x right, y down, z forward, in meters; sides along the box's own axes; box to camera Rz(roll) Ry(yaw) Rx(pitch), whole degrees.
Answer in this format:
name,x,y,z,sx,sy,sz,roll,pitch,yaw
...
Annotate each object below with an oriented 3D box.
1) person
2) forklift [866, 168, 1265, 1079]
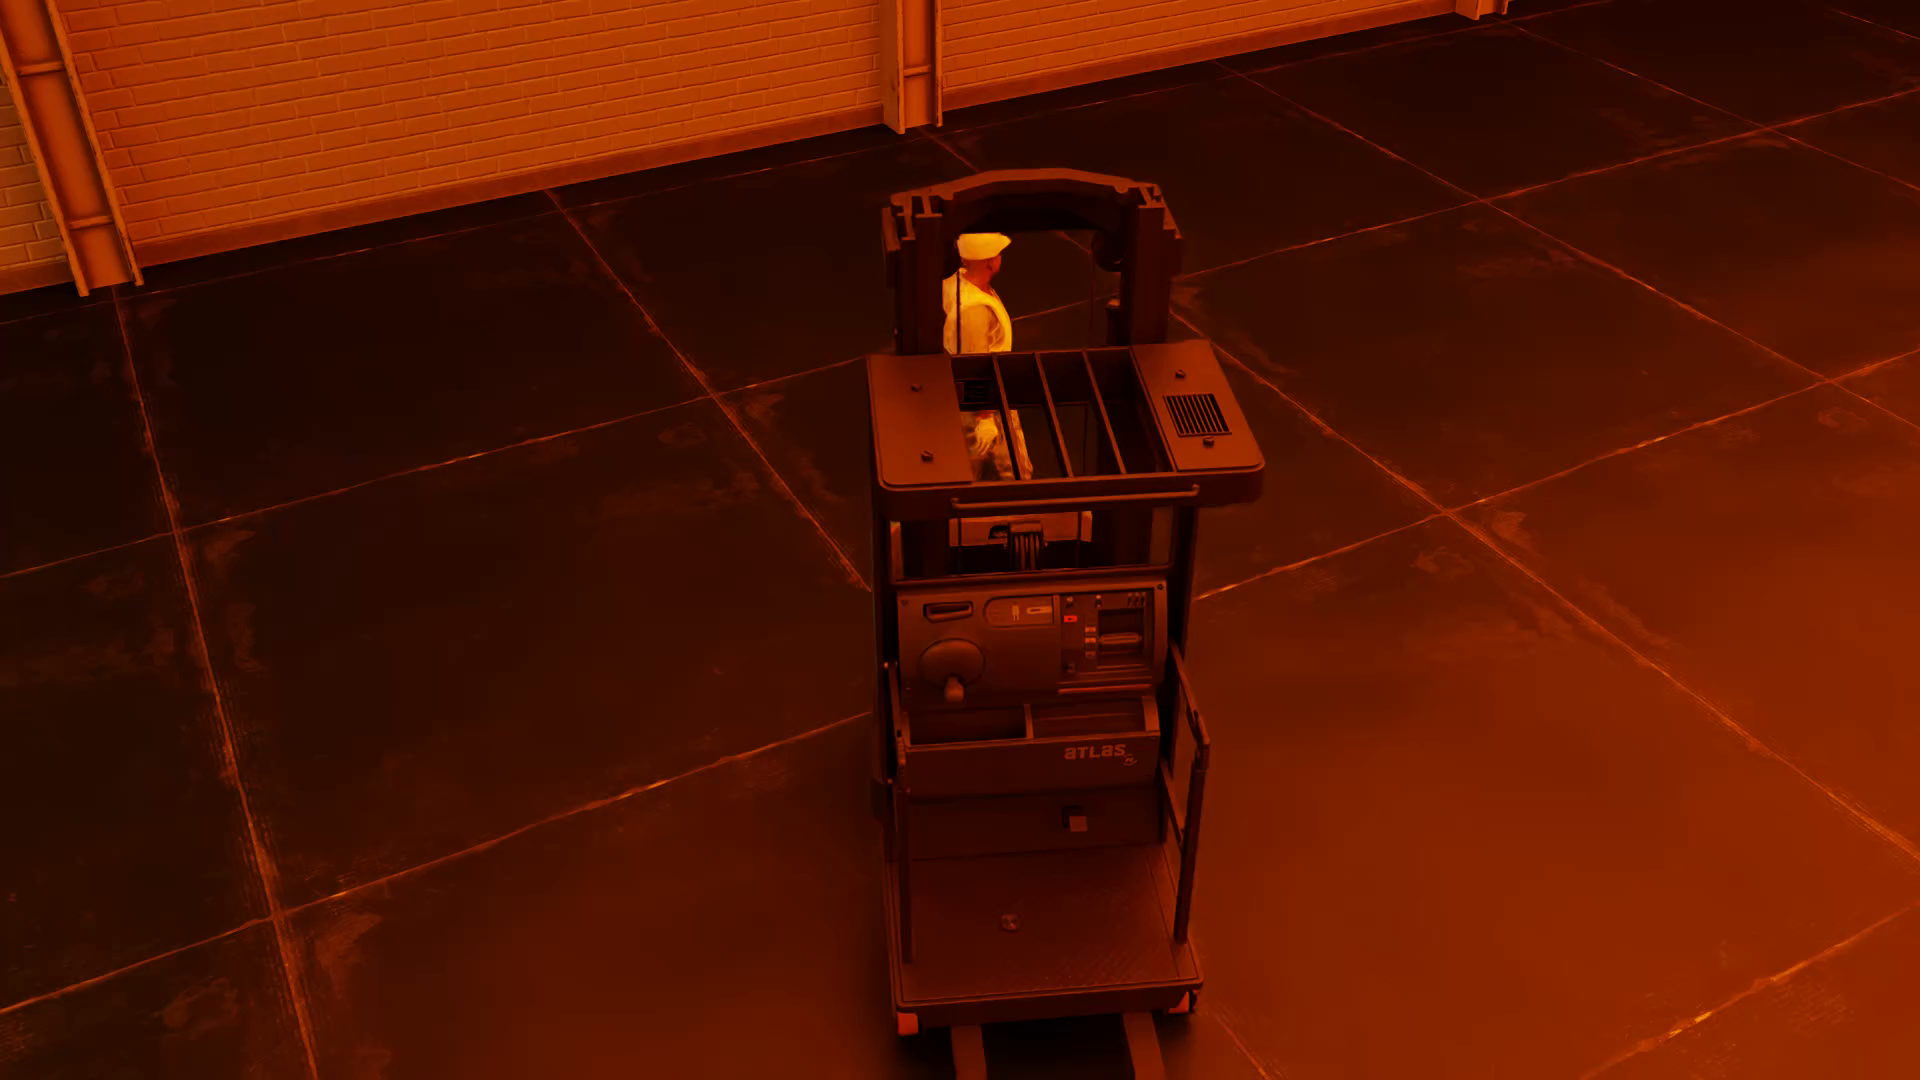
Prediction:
name,x,y,z,sx,sy,sz,roll,pitch,yaw
person,0.214,-0.744,8.195,0.623,1.770,0.718,-8,36,-11
forklift,0.275,0.408,5.546,1.130,2.935,3.031,-3,35,-5
